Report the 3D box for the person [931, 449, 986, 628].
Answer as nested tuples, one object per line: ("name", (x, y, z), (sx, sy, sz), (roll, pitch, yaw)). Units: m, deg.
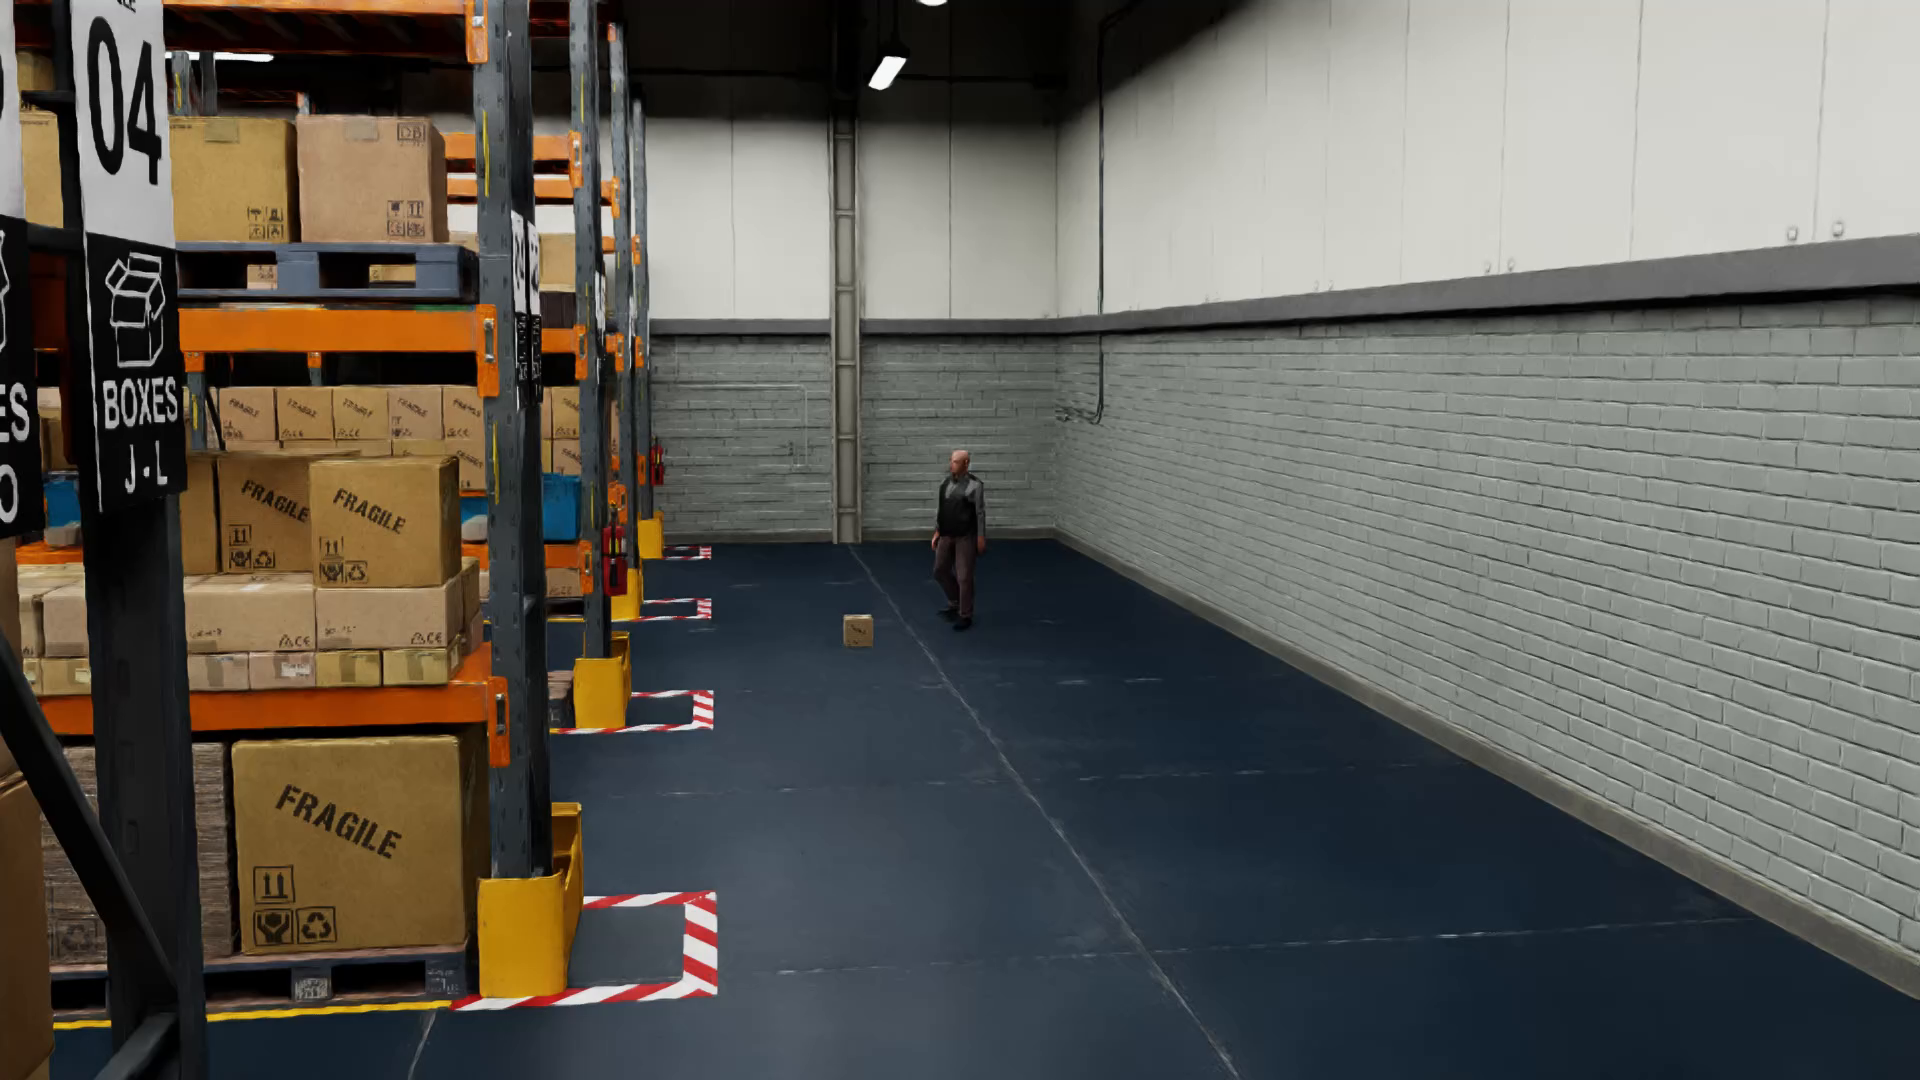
("person", (-0.034, -0.030, 16.085), (0.512, 1.714, 0.728), (-6, 9, -44))
